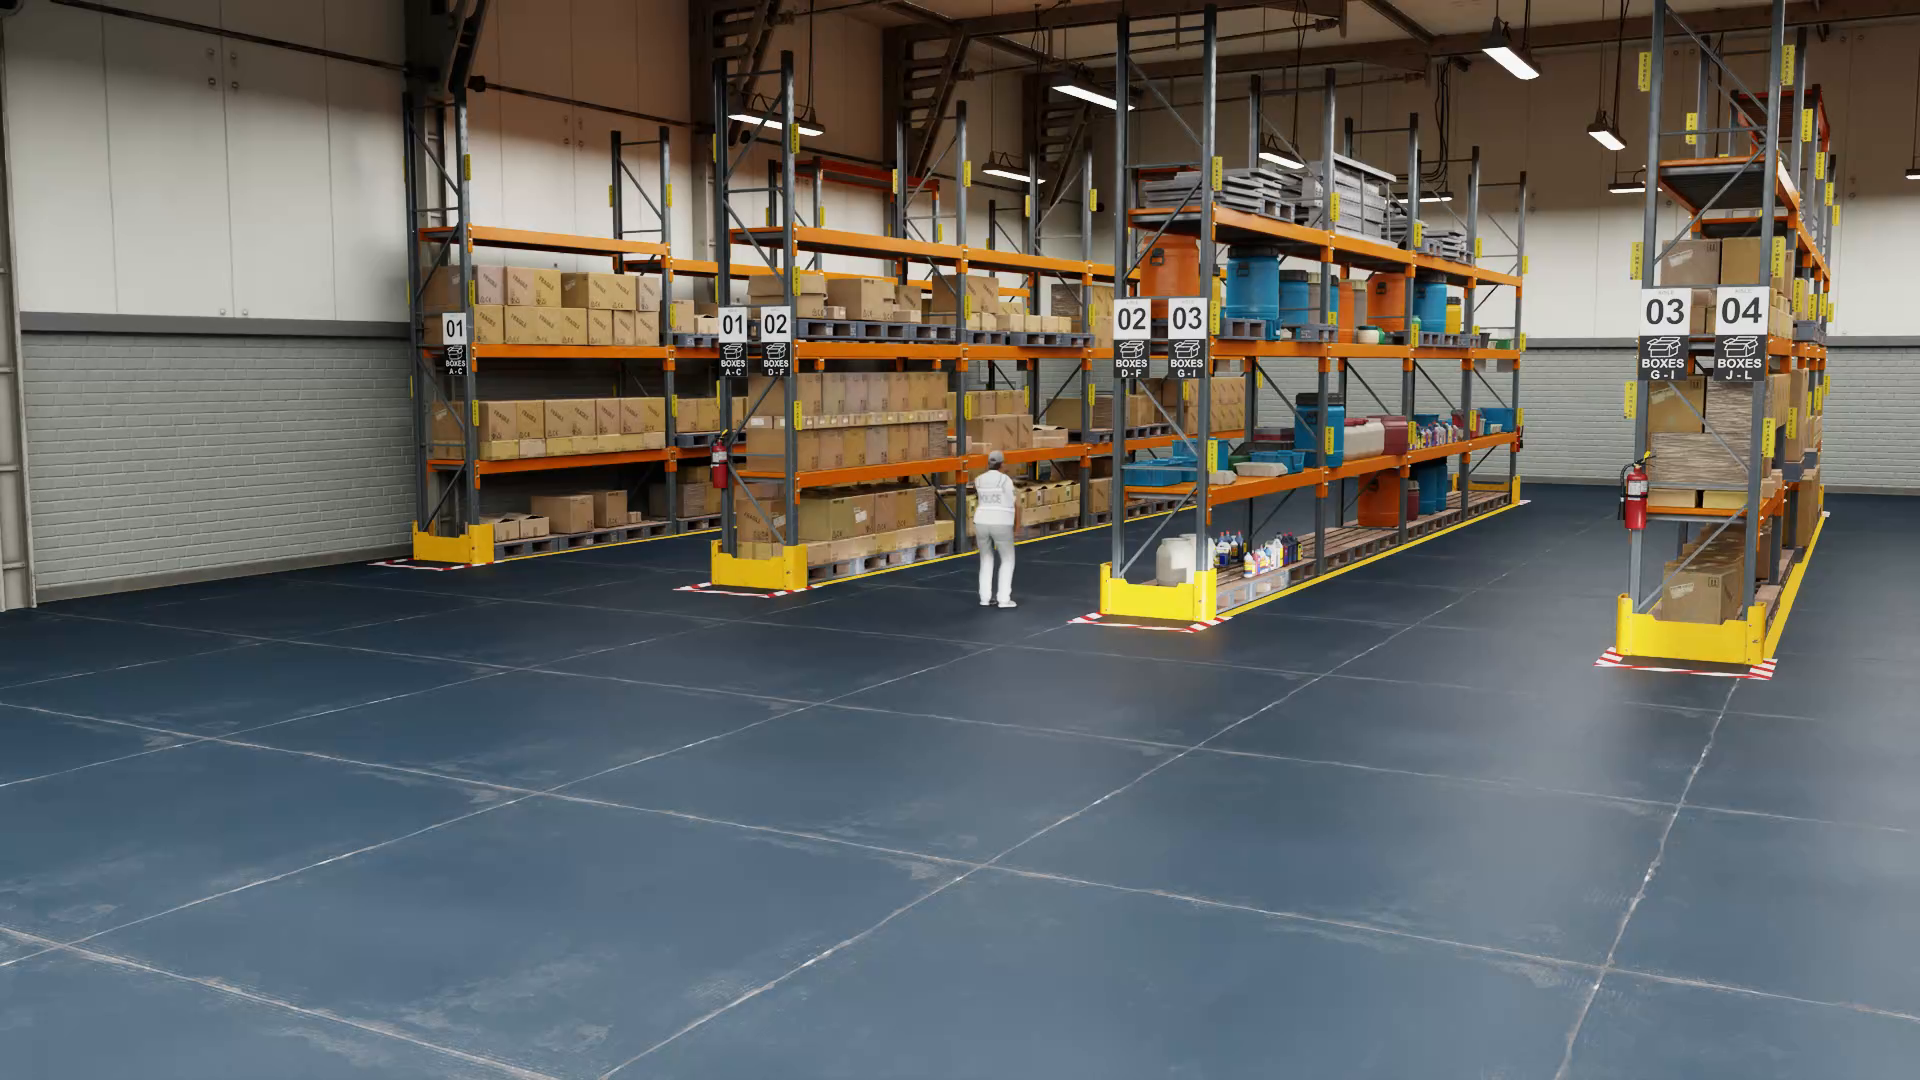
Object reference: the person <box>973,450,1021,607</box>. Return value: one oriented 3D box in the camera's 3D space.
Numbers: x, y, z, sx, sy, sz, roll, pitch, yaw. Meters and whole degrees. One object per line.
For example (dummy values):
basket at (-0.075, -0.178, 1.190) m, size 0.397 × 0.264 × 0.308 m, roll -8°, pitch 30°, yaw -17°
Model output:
person at (0.394, -0.123, 17.593) m, size 0.452 × 1.660 × 0.559 m, roll 3°, pitch 7°, yaw 28°
